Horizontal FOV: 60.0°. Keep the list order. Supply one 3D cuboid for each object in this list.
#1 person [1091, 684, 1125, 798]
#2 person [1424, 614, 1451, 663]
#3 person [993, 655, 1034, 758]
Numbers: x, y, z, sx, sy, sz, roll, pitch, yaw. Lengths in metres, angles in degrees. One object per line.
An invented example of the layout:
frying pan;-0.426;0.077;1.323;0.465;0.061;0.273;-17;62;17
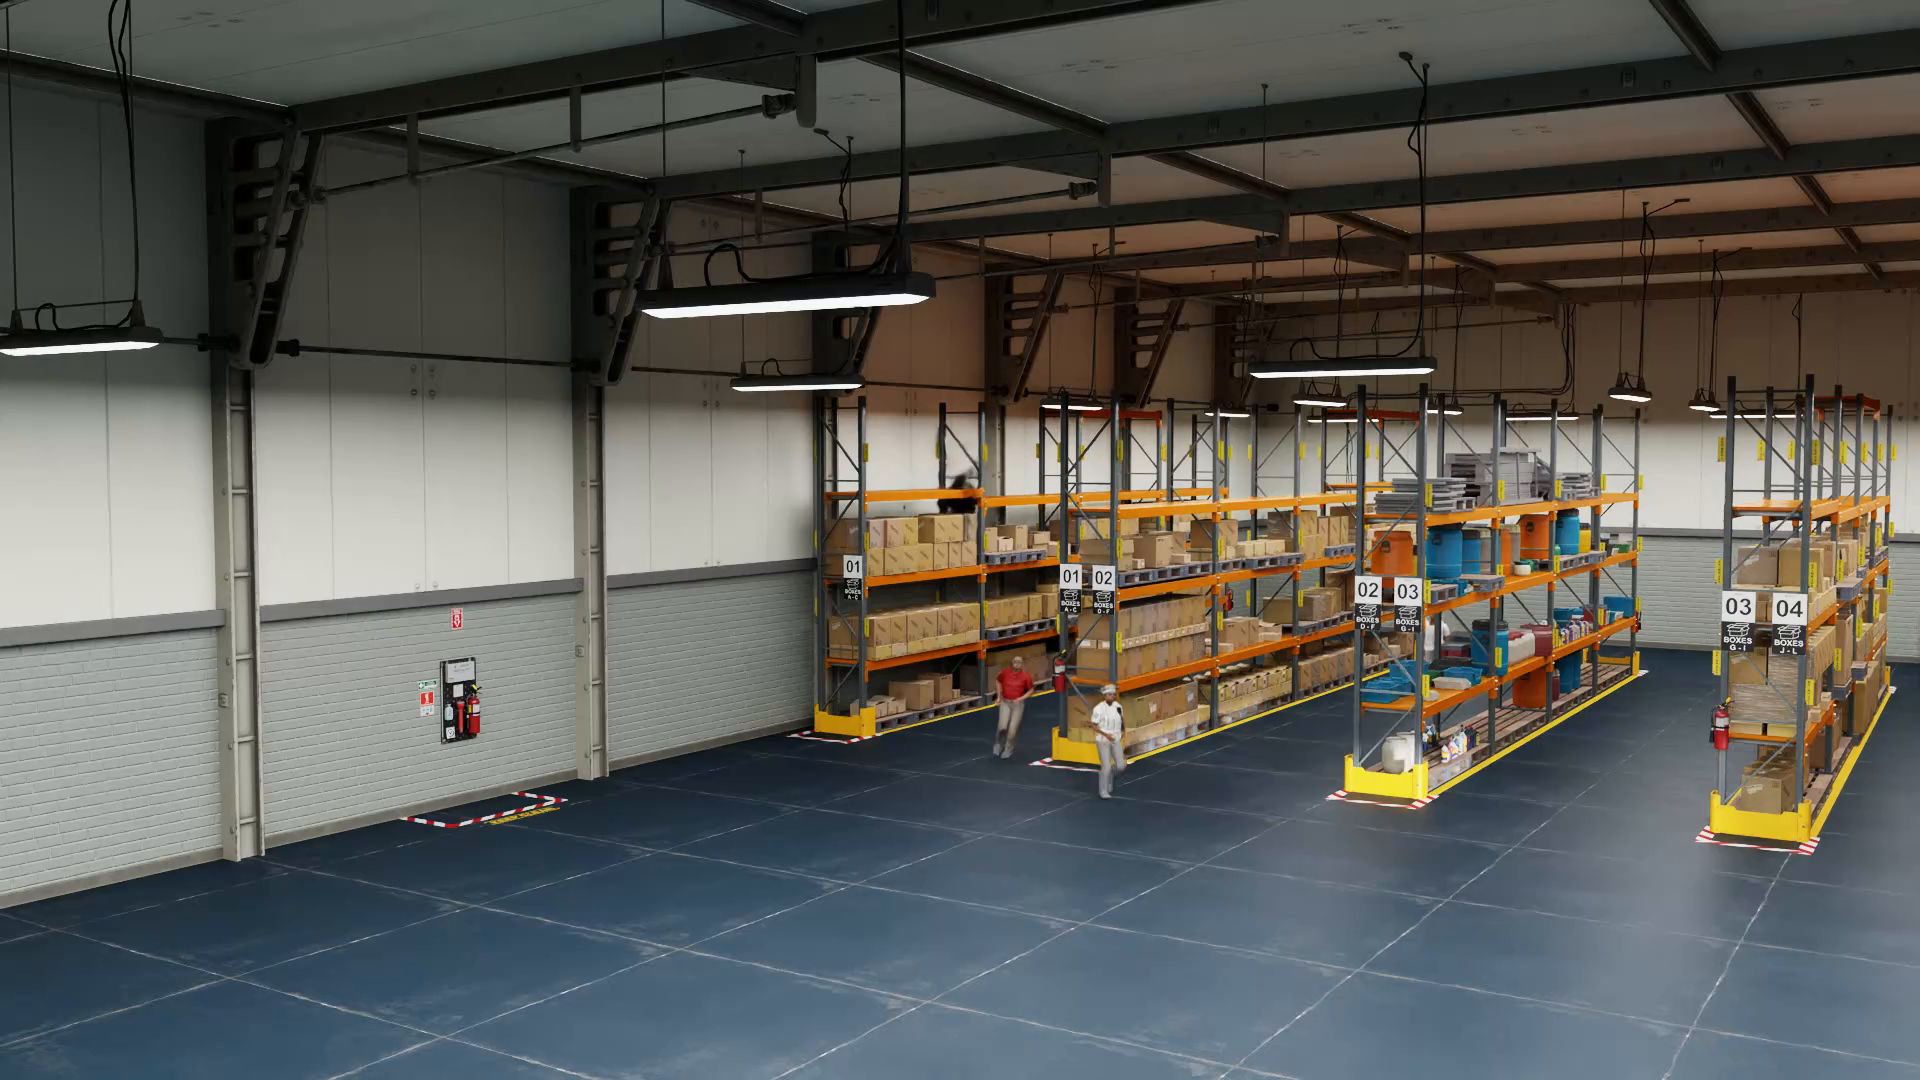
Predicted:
person;2.197;2.909;24.096;0.608;1.658;0.546;-1;3;-25
person;10.004;2.306;35.123;0.702;1.726;0.592;1;3;21
person;0.869;2.741;27.270;0.681;1.701;0.572;0;3;7
